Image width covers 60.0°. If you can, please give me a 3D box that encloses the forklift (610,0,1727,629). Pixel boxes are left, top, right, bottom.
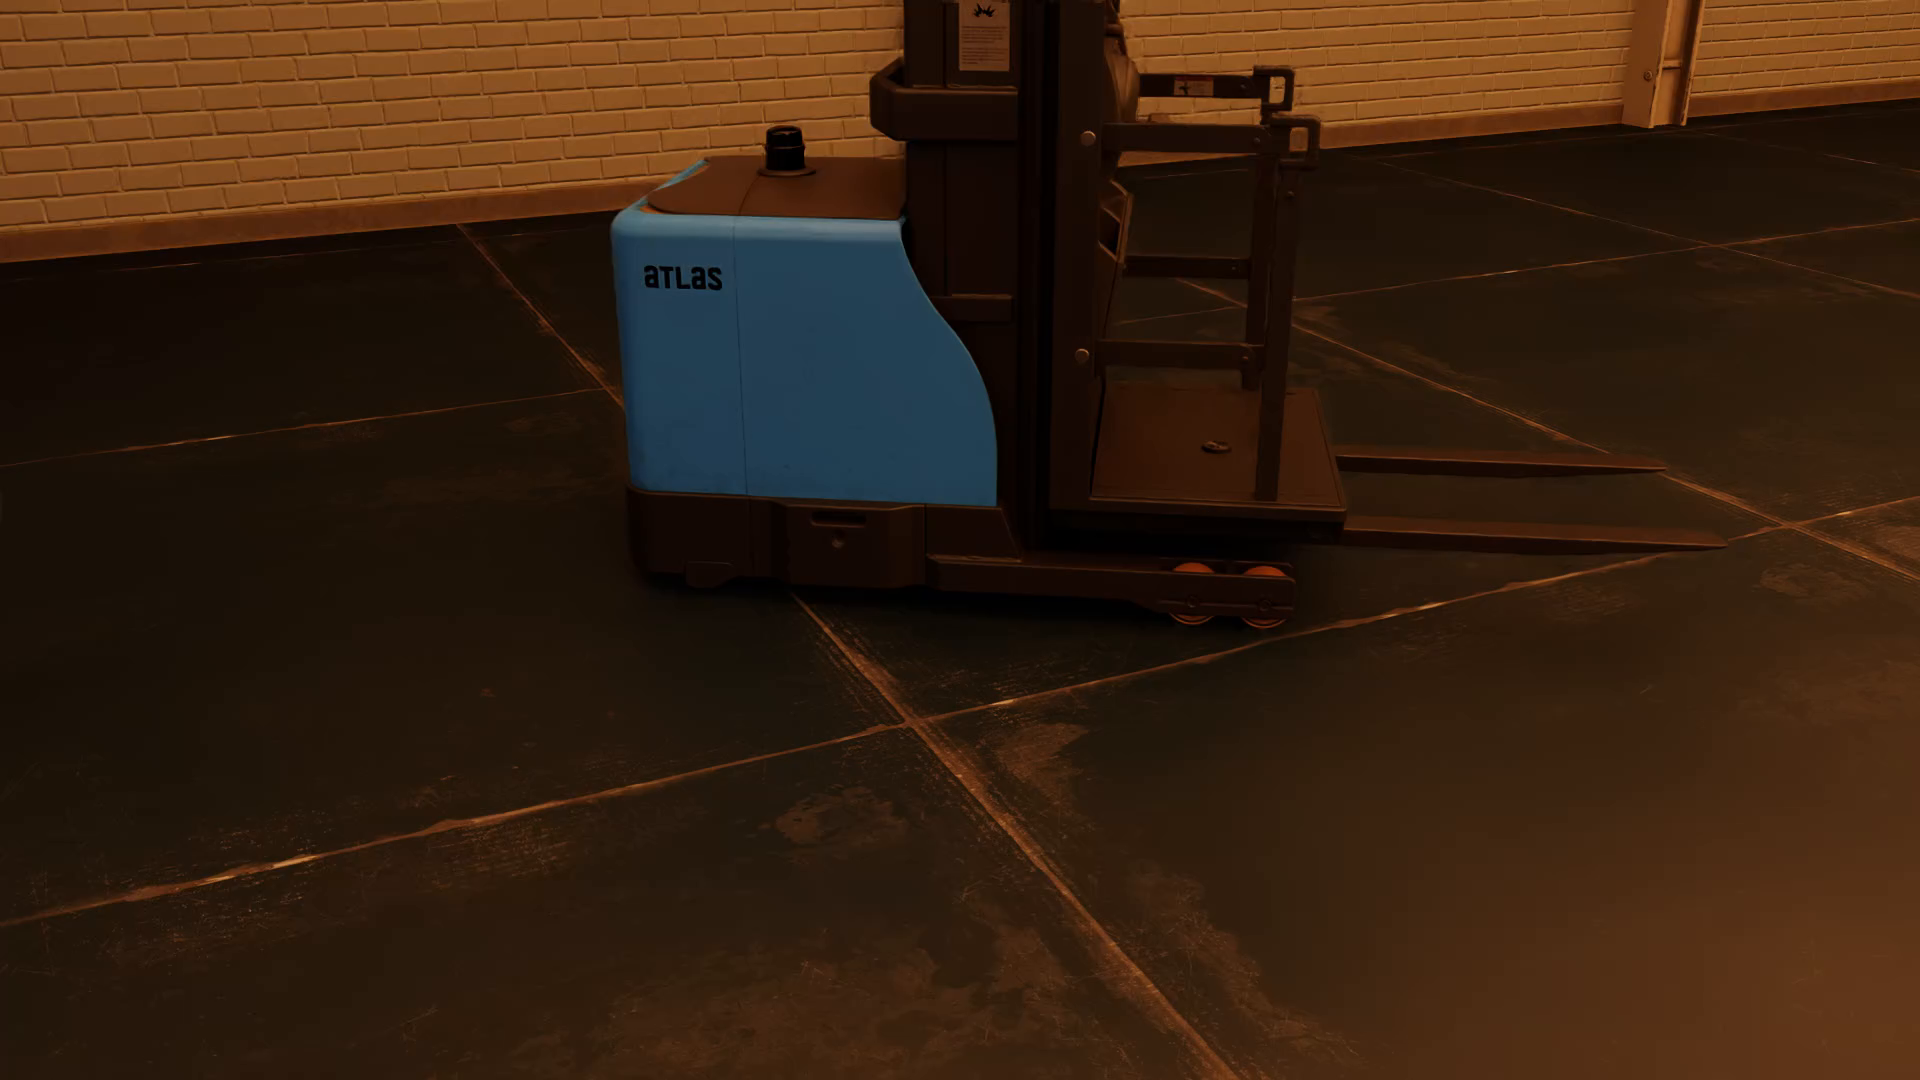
[{"bbox_3d":[0.610,-1.329,4.485,3.031,2.935,1.130,3,23,6],"label":"forklift"}]
